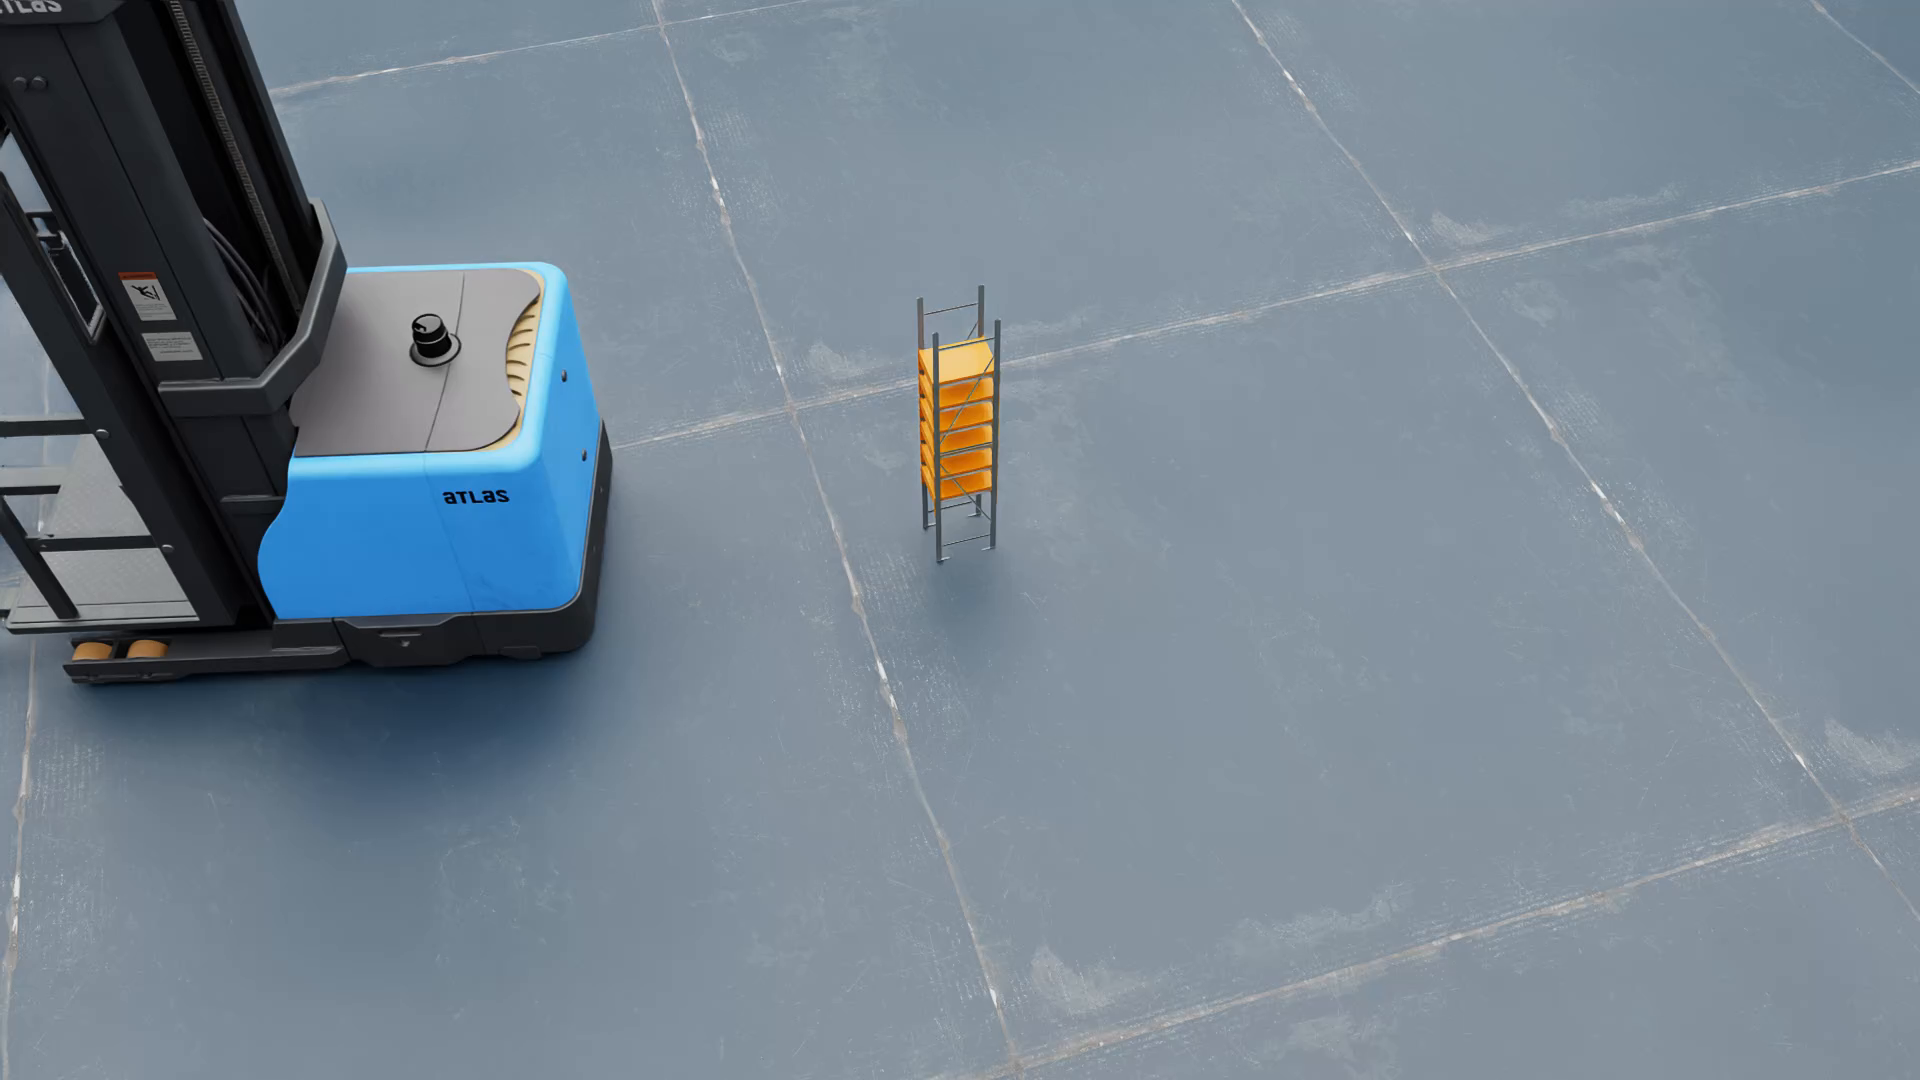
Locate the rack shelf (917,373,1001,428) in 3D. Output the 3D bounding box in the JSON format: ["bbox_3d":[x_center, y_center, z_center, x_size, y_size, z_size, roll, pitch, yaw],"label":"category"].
[{"bbox_3d":[-0.004,-0.523,5.940,0.258,0.103,0.180,-13,51,-11],"label":"rack shelf"}]

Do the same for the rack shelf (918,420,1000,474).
[{"bbox_3d":[-0.004,-0.369,6.124,0.258,0.103,0.180,-13,51,-11],"label":"rack shelf"}]

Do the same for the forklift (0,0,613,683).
[{"bbox_3d":[-2.894,-0.837,5.328,3.031,2.935,1.130,-2,50,-2],"label":"forklift"}]

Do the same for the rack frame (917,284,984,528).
[{"bbox_3d":[-0.031,-0.464,6.146,0.240,1.200,0.006,-13,51,-11],"label":"rack frame"}]

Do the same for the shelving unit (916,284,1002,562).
[{"bbox_3d":[-0.004,-0.397,6.090,0.258,1.200,0.189,-13,51,-11],"label":"shelving unit"}]

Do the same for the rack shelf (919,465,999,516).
[{"bbox_3d":[-0.004,-0.214,6.307,0.258,0.103,0.180,-13,51,-11],"label":"rack shelf"}]

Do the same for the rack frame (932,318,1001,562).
[{"bbox_3d":[0.023,-0.330,6.034,0.240,1.200,0.006,-13,51,-11],"label":"rack frame"}]

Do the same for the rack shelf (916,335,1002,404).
[{"bbox_3d":[-0.004,-0.601,5.849,0.258,0.103,0.180,-13,51,-11],"label":"rack shelf"}]

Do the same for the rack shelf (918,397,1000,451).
[{"bbox_3d":[-0.004,-0.446,6.032,0.258,0.103,0.180,-13,51,-11],"label":"rack shelf"}]

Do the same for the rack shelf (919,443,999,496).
[{"bbox_3d":[-0.004,-0.291,6.216,0.258,0.103,0.180,-13,51,-11],"label":"rack shelf"}]
